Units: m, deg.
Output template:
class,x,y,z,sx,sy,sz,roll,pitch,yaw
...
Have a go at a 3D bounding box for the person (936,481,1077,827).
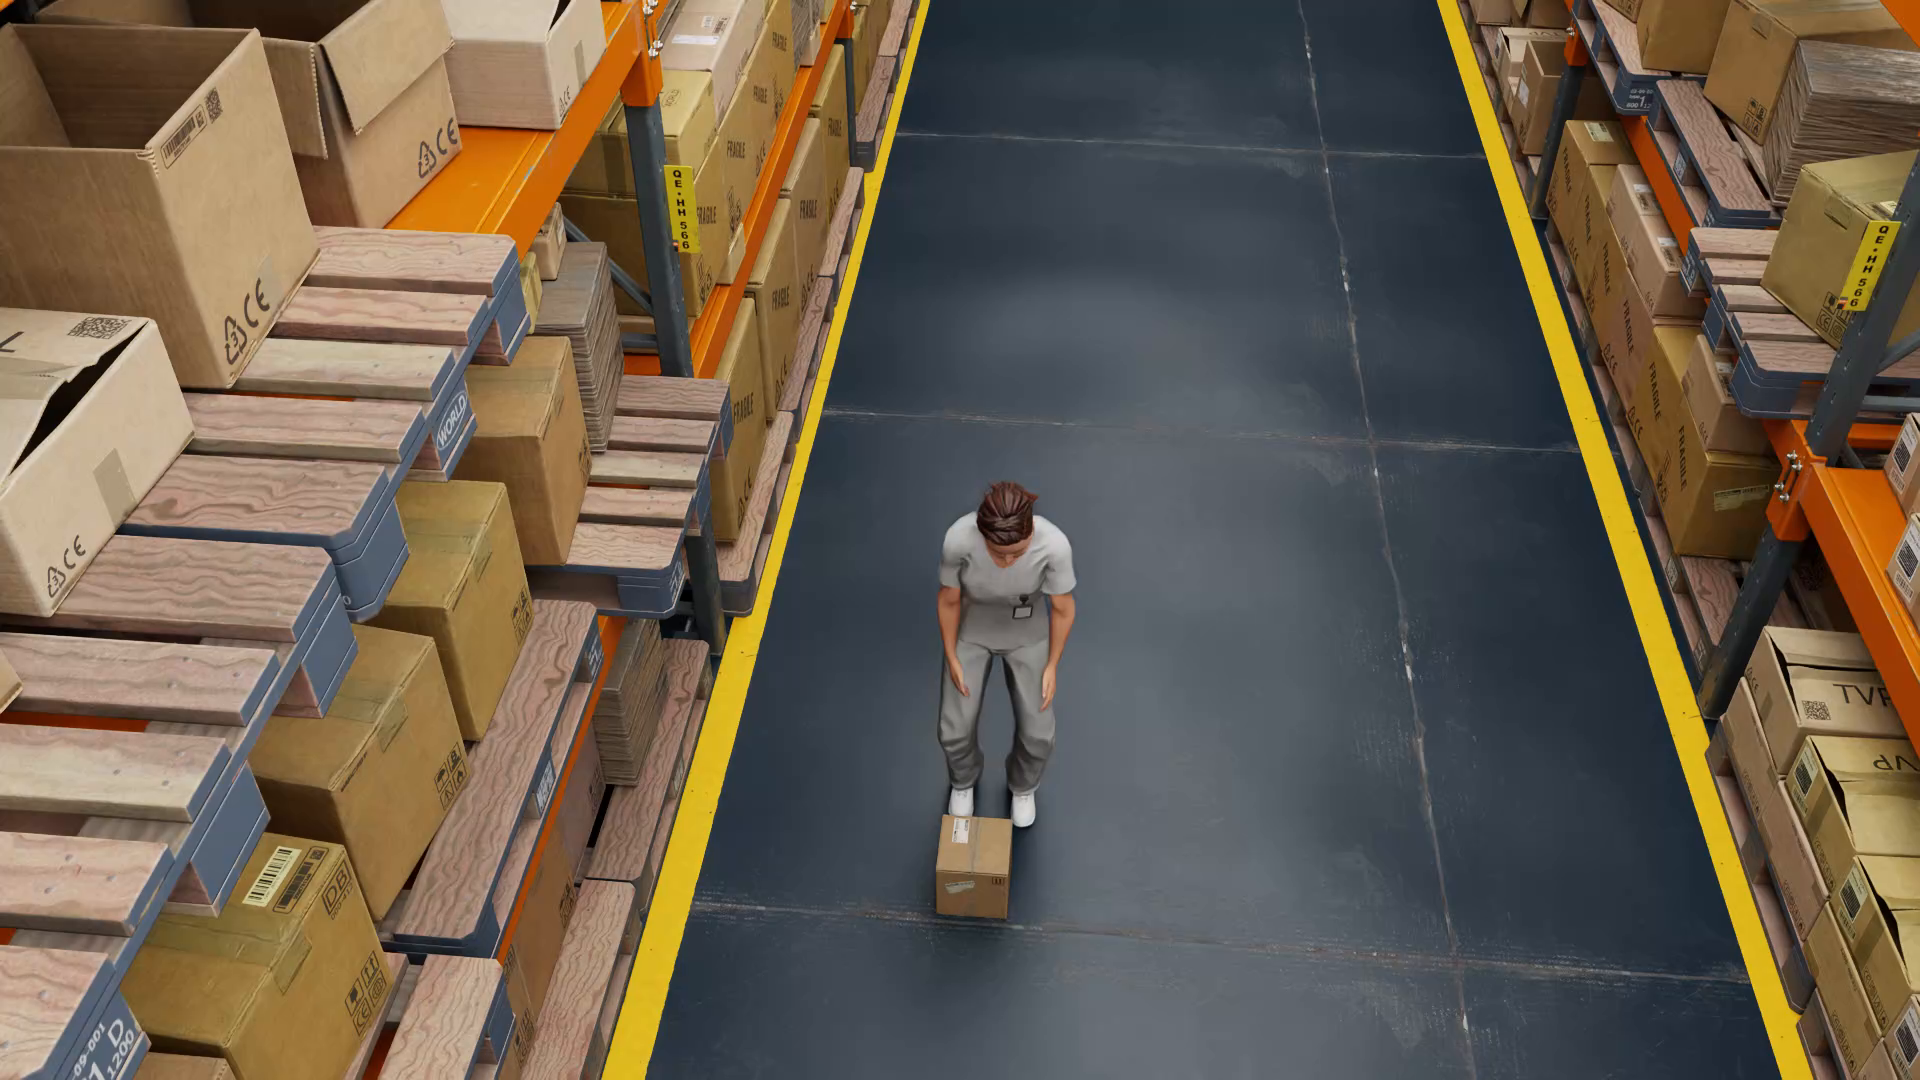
class,x,y,z,sx,sy,sz,roll,pitch,yaw
person,0.156,0.378,5.797,0.475,1.573,0.467,4,40,5
